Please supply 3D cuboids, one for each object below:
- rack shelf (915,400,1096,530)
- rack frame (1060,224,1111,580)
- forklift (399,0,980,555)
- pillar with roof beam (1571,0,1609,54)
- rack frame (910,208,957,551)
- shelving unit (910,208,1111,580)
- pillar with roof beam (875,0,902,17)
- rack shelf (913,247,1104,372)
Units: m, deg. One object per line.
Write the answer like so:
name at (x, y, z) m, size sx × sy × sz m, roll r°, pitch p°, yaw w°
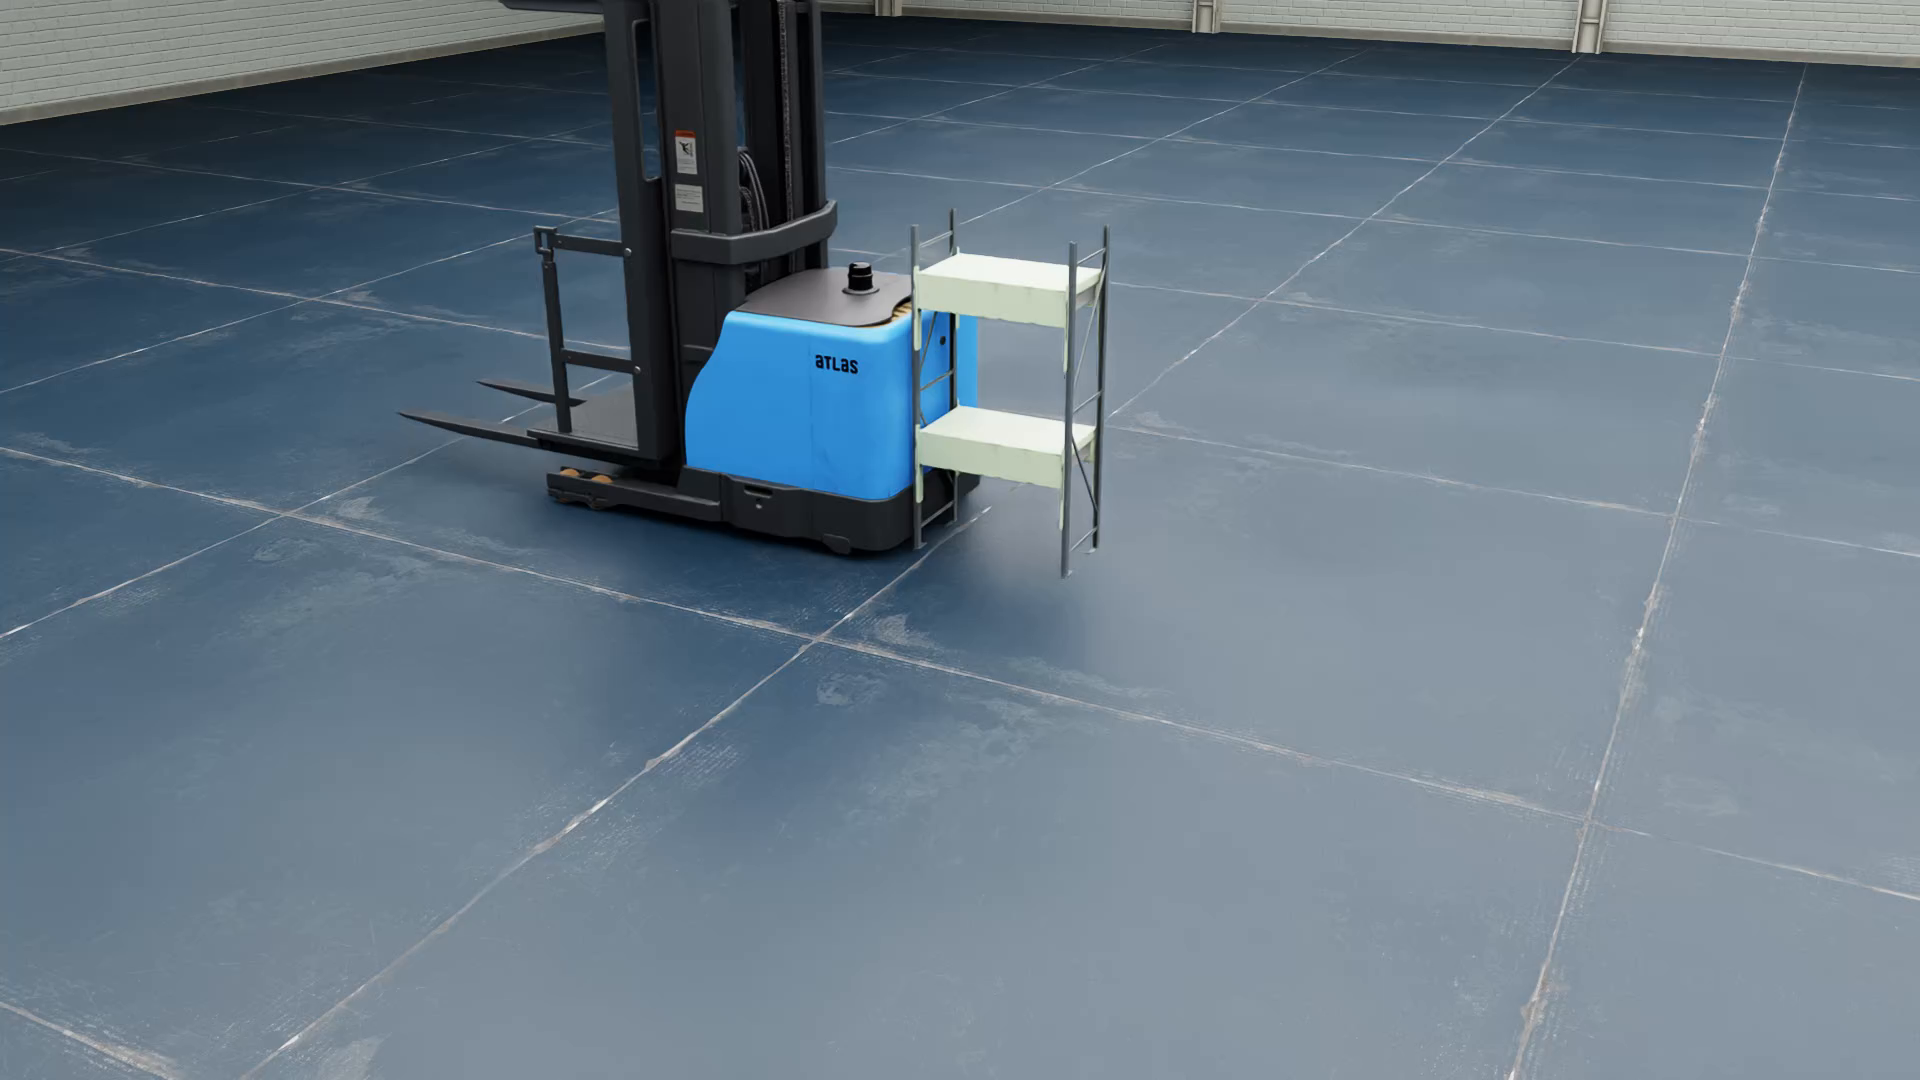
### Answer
rack shelf at (0.215, -0.348, 7.486) m, size 0.720 × 0.370 × 0.431 m, roll 11°, pitch 25°, yaw 24°
rack frame at (0.543, -0.585, 7.208) m, size 0.023 × 1.500 × 0.400 m, roll 11°, pitch 25°, yaw 24°
forklift at (-1.454, -1.666, 7.922) m, size 3.031 × 2.935 × 1.130 m, roll 11°, pitch 25°, yaw 24°
pillar with roof beam at (7.483, -9.978, 19.714) m, size 0.400 × 9.000 × 9.100 m, roll 11°, pitch 25°, yaw 25°
rack frame at (-0.113, -0.712, 7.508) m, size 0.023 × 1.500 × 0.400 m, roll 11°, pitch 25°, yaw 24°
shelving unit at (0.215, -0.648, 7.358) m, size 0.755 × 1.500 × 0.431 m, roll 11°, pitch 25°, yaw 24°
pillar with roof beam at (-3.226, -12.097, 24.697) m, size 0.400 × 9.000 × 9.100 m, roll 11°, pitch 25°, yaw 25°
rack shelf at (0.215, -1.008, 7.205) m, size 0.720 × 0.370 × 0.431 m, roll 11°, pitch 25°, yaw 24°
